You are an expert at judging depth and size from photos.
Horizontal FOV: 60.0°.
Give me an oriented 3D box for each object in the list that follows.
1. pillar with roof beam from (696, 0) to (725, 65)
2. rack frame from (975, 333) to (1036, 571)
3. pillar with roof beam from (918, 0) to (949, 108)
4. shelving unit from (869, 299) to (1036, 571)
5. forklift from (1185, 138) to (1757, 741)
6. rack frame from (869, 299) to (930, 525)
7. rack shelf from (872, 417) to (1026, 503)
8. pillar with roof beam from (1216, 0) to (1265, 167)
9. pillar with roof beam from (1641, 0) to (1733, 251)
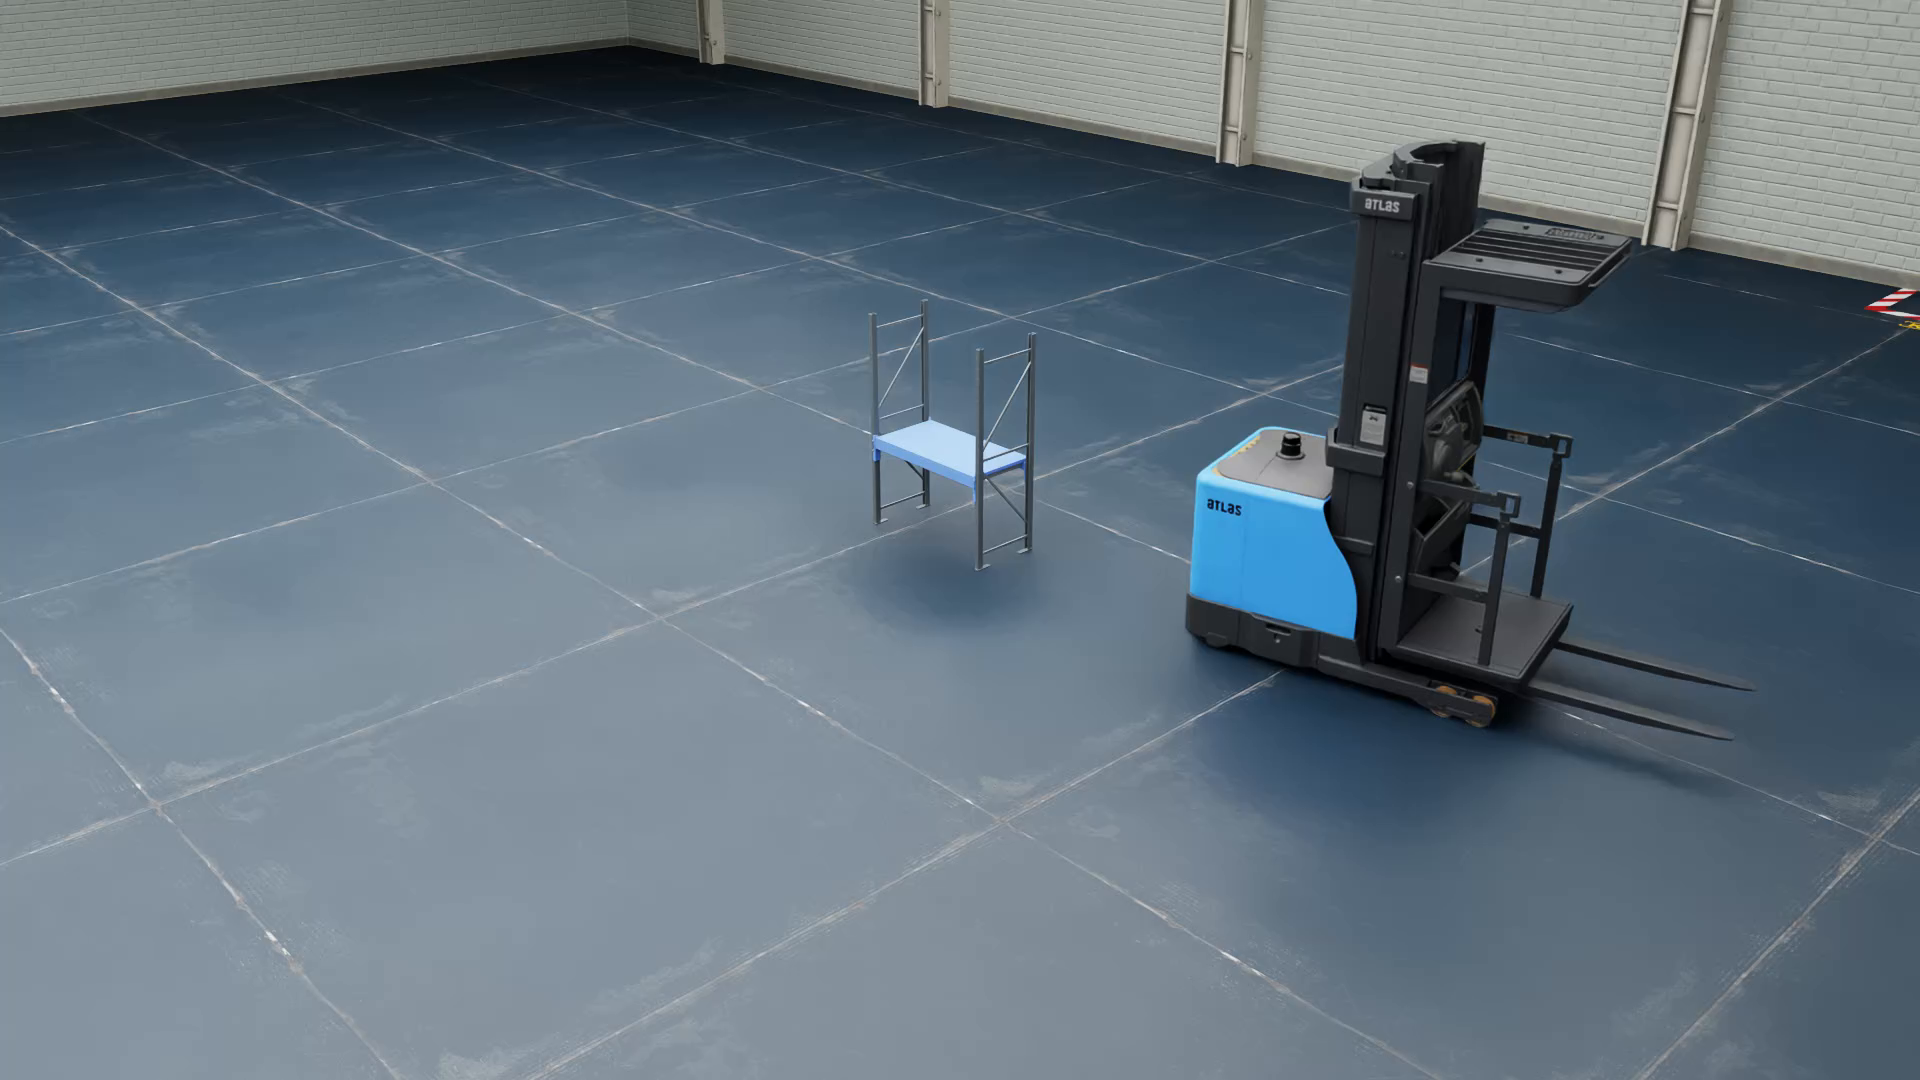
[{"bbox_3d":[-7.654,-11.584,25.800,9.100,9.000,0.400,-21,32,-38],"label":"pillar with roof beam"},{"bbox_3d":[0.289,-0.554,10.658,0.500,1.500,0.032,-21,32,-38],"label":"rack frame"},{"bbox_3d":[-3.553,-9.766,21.816,9.100,9.000,0.400,-21,32,-38],"label":"pillar with roof beam"},{"bbox_3d":[-0.058,-0.708,10.995,0.538,1.500,1.048,-21,32,-38],"label":"shelving unit"},{"bbox_3d":[2.856,-0.570,8.968,3.031,2.935,1.130,15,29,30],"label":"forklift"},{"bbox_3d":[-0.406,-0.862,11.333,0.500,1.500,0.032,-21,32,-38],"label":"rack frame"},{"bbox_3d":[-0.058,-0.545,11.070,0.538,0.185,1.000,-21,32,-38],"label":"rack shelf"},{"bbox_3d":[0.548,-7.948,17.831,9.100,9.000,0.400,-21,32,-38],"label":"pillar with roof beam"},{"bbox_3d":[4.649,-6.131,13.846,9.100,9.000,0.400,-21,32,-38],"label":"pillar with roof beam"}]
